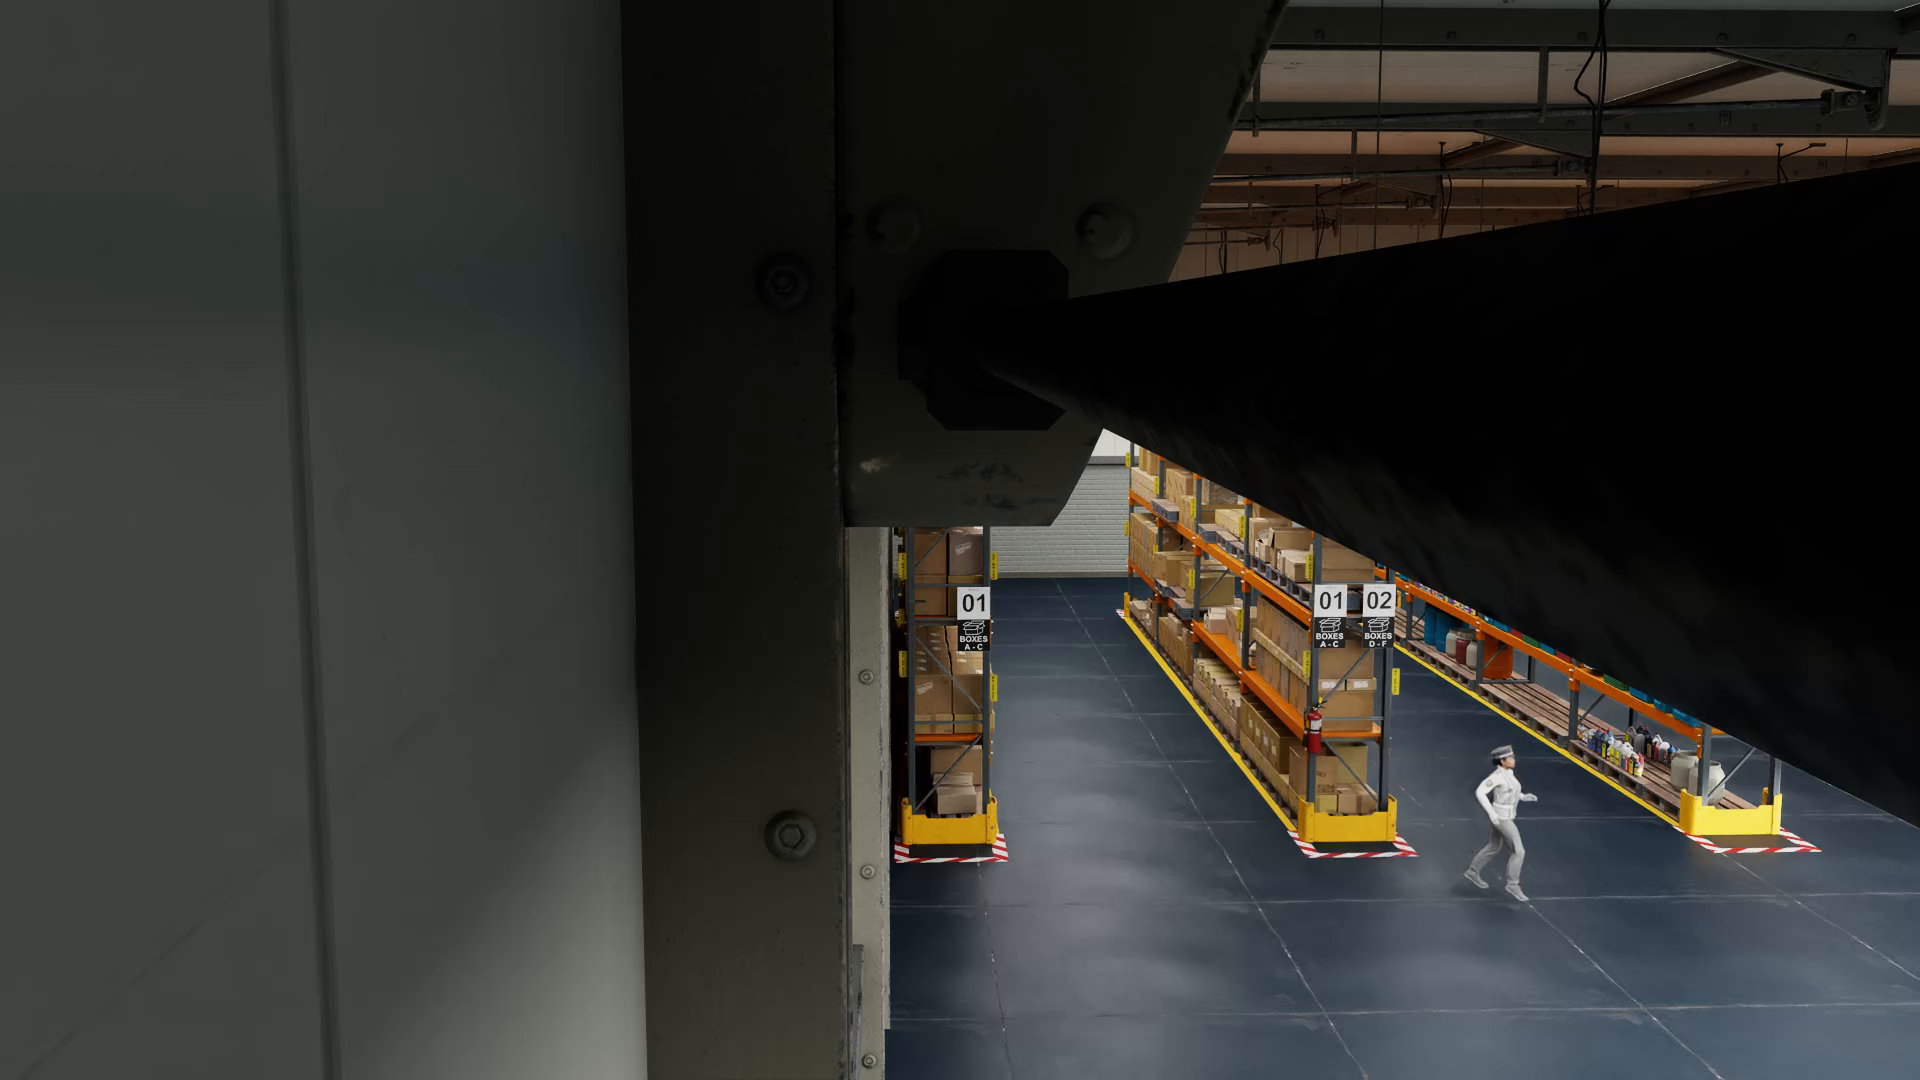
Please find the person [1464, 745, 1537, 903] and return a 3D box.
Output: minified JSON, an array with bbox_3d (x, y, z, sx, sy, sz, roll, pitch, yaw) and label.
[{"bbox_3d":[6.019,3.129,18.518,0.757,1.735,0.587,4,8,25],"label":"person"}]
